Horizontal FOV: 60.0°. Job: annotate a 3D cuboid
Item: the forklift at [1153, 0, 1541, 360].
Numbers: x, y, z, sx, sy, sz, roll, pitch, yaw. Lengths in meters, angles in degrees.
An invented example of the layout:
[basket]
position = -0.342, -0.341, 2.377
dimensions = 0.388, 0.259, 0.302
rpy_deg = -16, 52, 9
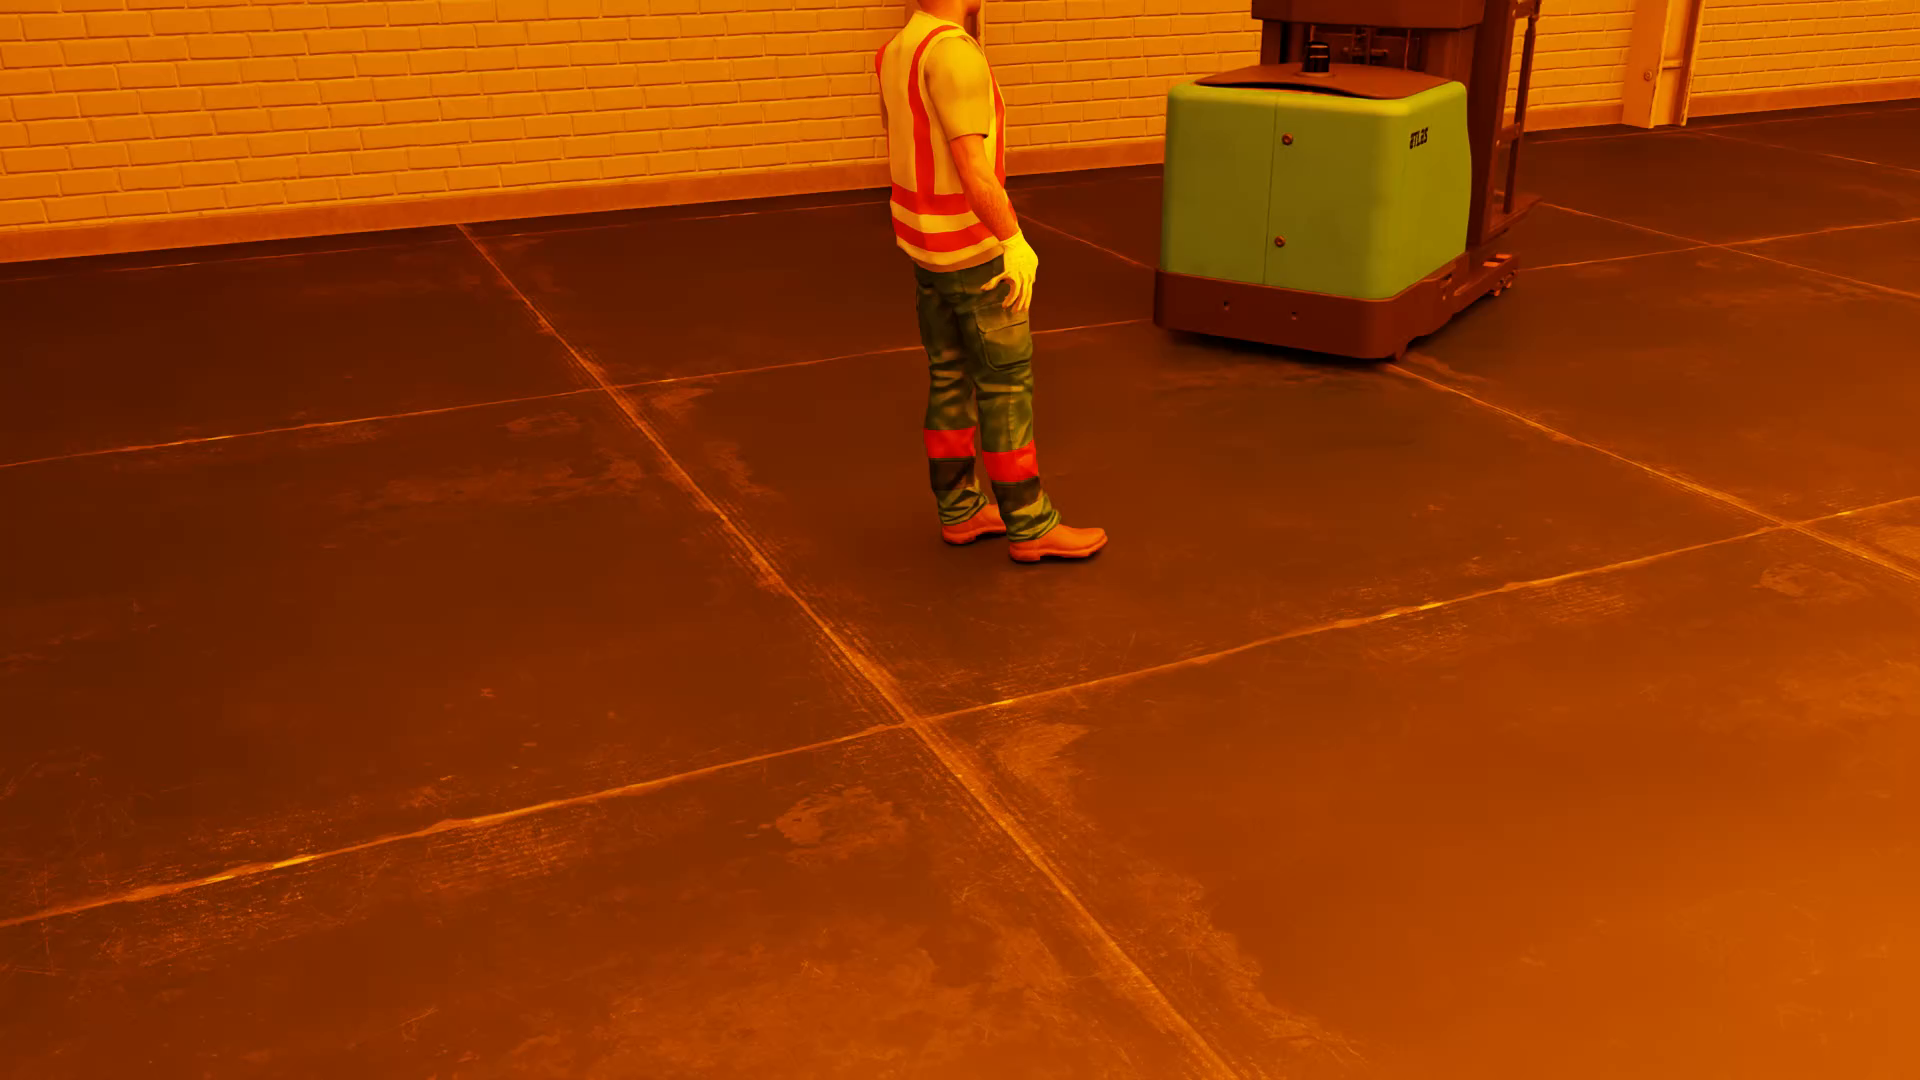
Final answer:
[forklift]
position = 2.050, -2.594, 7.530
dimensions = 1.130, 2.935, 3.031
rpy_deg = 14, 26, 30

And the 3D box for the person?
[person]
position = 0.078, -0.842, 4.784
dimensions = 0.562, 1.789, 0.638
rpy_deg = -10, 25, -23
